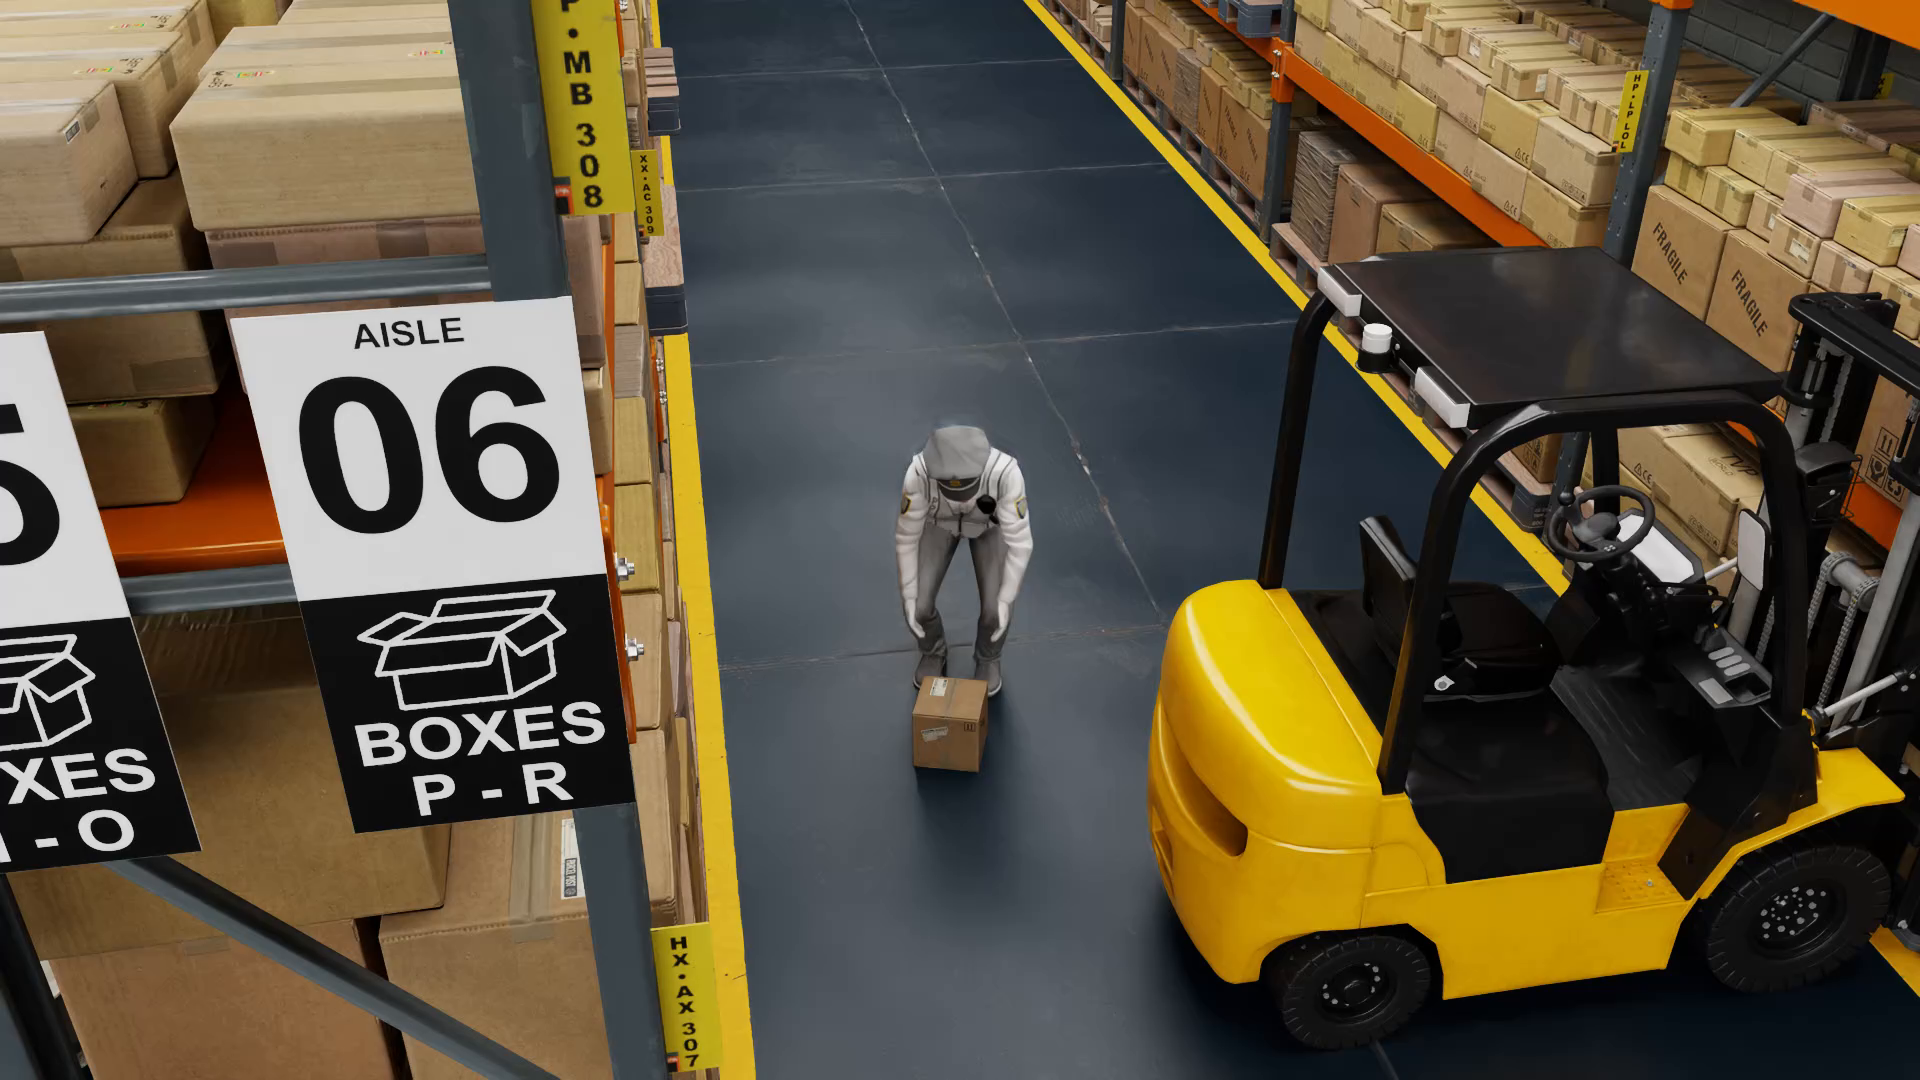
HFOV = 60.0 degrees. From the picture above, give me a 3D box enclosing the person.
[{"bbox_3d":[0.026,0.048,6.453,0.531,1.259,0.764,4,31,7],"label":"person"}]
